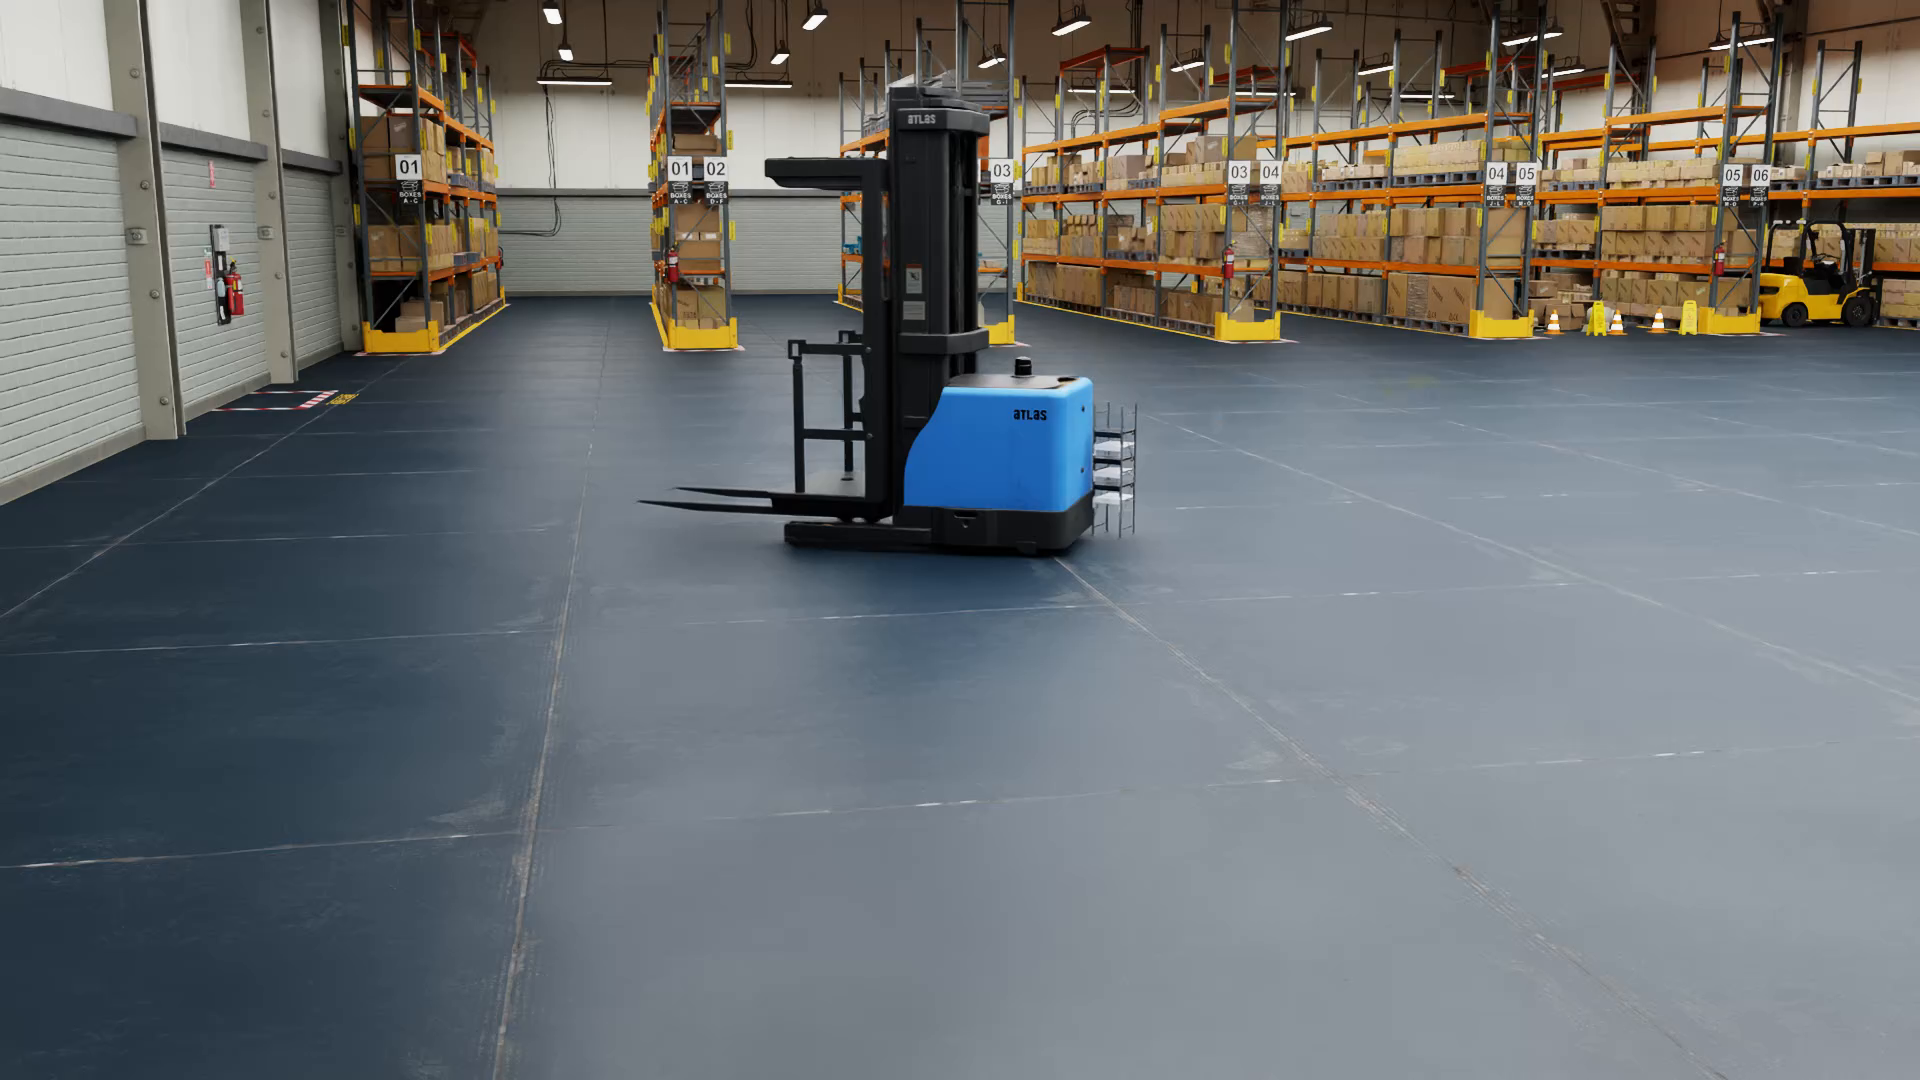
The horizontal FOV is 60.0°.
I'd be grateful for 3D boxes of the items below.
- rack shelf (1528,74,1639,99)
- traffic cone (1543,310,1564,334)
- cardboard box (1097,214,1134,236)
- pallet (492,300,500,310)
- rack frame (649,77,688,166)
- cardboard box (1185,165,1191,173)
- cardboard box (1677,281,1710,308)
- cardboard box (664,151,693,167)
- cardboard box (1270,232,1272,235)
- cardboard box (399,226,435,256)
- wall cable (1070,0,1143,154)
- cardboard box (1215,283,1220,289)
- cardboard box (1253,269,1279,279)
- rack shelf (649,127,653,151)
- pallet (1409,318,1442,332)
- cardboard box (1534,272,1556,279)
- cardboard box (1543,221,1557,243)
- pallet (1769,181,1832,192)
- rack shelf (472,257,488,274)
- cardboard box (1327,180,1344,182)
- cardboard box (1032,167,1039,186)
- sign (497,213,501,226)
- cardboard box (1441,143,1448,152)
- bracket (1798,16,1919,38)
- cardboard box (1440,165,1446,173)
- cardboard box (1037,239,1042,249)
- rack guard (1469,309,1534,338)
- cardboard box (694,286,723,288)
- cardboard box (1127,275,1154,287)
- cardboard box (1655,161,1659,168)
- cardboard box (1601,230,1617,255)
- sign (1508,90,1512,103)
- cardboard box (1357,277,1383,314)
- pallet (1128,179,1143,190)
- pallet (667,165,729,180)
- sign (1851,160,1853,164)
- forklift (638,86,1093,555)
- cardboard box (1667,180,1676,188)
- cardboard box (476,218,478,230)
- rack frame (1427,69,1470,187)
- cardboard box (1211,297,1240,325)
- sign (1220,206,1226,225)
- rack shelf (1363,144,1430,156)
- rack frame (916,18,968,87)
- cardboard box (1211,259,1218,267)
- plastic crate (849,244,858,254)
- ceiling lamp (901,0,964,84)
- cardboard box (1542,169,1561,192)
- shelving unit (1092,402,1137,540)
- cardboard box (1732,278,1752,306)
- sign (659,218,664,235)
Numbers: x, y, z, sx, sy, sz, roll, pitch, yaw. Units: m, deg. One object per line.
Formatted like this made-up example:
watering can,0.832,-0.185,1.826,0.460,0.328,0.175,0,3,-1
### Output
rack shelf,17.157,-12.481,45.740,1.077,0.370,4.000,-2,11,-11
traffic cone,11.465,-4.210,32.079,0.336,0.463,0.334,-2,11,-11
cardboard box,3.608,-7.289,38.522,0.797,0.503,0.637,-2,11,-9
pallet,-11.931,-5.803,41.119,1.003,0.211,1.213,-2,11,-11
rack frame,-7.539,-10.668,43.176,1.000,3.000,0.127,-2,11,-11
cardboard box,4.564,-7.166,32.137,0.380,0.149,0.250,-2,11,-12
cardboard box,14.600,-4.867,32.972,0.500,0.500,0.500,-2,11,-11
cardboard box,-4.910,-6.662,29.059,0.500,0.250,0.500,-2,11,-11
cardboard box,7.775,-7.508,40.578,0.380,0.149,0.250,-2,11,-9
cardboard box,-9.084,-5.008,27.828,0.500,0.500,0.500,-2,11,-11
wall cable,4.460,-13.770,50.871,2.277,5.999,0.120,-2,11,-11
cardboard box,7.134,-6.898,45.123,0.380,0.149,0.250,-3,11,-14
cardboard box,7.726,-6.710,41.984,0.500,0.250,0.500,-3,11,-14
rack shelf,-7.150,-9.946,41.316,1.077,0.370,4.000,-2,11,-11
pallet,9.709,-4.305,33.248,1.003,0.211,1.213,-2,11,-11
cardboard box,16.794,-7.486,48.058,0.797,0.503,0.637,-3,11,-13
cardboard box,13.624,-6.999,37.762,0.500,0.500,0.500,-3,11,-13
pallet,18.917,-7.962,37.493,0.805,0.209,1.217,-3,11,-13
rack shelf,-11.231,-6.086,37.072,1.077,0.370,4.000,-2,11,-11
cardboard box,8.769,-8.412,39.079,0.500,0.500,0.500,-2,11,-11
cardboard box,2.324,-9.657,44.231,0.700,0.500,0.500,-3,11,-13
sign,-11.863,-8.242,42.747,0.100,0.325,0.005,-2,11,-11
cardboard box,9.530,-7.587,32.163,0.380,0.149,0.250,-2,11,-12
bracket,19.698,-11.099,35.814,0.076,0.066,4.783,-2,11,-11
cardboard box,9.532,-7.195,32.233,0.380,0.149,0.250,-2,11,-11
cardboard box,2.316,-7.772,43.612,0.500,0.250,0.500,-2,11,-12
rack guard,10.180,-4.075,31.269,1.175,0.500,0.348,-2,11,-11
cardboard box,-4.603,-4.392,30.472,0.500,0.500,0.500,-2,11,-11
cardboard box,4.007,-5.751,36.890,0.500,0.250,0.500,-1,11,-5
cardboard box,14.358,-7.630,33.776,0.380,0.149,0.250,-2,11,-10
cardboard box,14.045,-6.344,35.442,0.500,0.500,0.500,-2,11,-11
sign,12.912,-10.436,39.038,0.100,0.325,0.005,-2,11,-11
cardboard box,9.188,-5.253,35.665,1.050,0.750,0.750,-2,11,-11
pallet,4.292,-7.568,35.414,1.213,0.211,1.003,-2,11,-11
pallet,-4.539,-6.347,28.733,1.003,0.211,1.213,-2,11,-11
sign,19.646,-8.208,36.679,0.100,0.325,0.005,-2,11,-11
forklift,-0.664,-1.474,11.103,3.031,2.935,1.130,3,11,15
cardboard box,14.446,-7.147,33.374,0.380,0.149,0.250,-2,11,-13
cardboard box,-10.989,-7.022,36.945,0.500,0.250,0.500,-2,11,-12
rack frame,12.677,-10.654,43.104,1.000,3.000,0.127,-2,11,-11
cardboard box,5.036,-4.347,31.577,0.500,0.500,0.500,1,11,4
sign,4.742,-5.853,29.984,0.100,0.325,0.005,-2,11,-11
rack shelf,12.288,-10.471,45.136,1.077,0.370,4.000,-2,11,-11
rack frame,-0.346,-8.646,32.555,1.000,3.000,0.127,-2,11,-11
cardboard box,4.885,-5.157,30.939,0.380,0.149,0.250,-2,11,-11
plastic crate,-2.640,-7.493,42.831,0.416,0.233,0.300,-2,11,-11
ceiling lamp,-0.731,-14.298,46.640,2.000,3.185,0.800,-2,11,-11
cardboard box,13.780,-8.219,38.056,0.797,0.503,0.637,-2,11,-11
shelving unit,1.048,-0.473,11.275,0.210,0.900,0.258,6,12,30
cardboard box,18.697,-5.836,39.065,0.875,0.625,0.625,-3,11,-13
sign,-5.736,-6.028,31.960,0.100,0.325,0.005,-2,11,-11
